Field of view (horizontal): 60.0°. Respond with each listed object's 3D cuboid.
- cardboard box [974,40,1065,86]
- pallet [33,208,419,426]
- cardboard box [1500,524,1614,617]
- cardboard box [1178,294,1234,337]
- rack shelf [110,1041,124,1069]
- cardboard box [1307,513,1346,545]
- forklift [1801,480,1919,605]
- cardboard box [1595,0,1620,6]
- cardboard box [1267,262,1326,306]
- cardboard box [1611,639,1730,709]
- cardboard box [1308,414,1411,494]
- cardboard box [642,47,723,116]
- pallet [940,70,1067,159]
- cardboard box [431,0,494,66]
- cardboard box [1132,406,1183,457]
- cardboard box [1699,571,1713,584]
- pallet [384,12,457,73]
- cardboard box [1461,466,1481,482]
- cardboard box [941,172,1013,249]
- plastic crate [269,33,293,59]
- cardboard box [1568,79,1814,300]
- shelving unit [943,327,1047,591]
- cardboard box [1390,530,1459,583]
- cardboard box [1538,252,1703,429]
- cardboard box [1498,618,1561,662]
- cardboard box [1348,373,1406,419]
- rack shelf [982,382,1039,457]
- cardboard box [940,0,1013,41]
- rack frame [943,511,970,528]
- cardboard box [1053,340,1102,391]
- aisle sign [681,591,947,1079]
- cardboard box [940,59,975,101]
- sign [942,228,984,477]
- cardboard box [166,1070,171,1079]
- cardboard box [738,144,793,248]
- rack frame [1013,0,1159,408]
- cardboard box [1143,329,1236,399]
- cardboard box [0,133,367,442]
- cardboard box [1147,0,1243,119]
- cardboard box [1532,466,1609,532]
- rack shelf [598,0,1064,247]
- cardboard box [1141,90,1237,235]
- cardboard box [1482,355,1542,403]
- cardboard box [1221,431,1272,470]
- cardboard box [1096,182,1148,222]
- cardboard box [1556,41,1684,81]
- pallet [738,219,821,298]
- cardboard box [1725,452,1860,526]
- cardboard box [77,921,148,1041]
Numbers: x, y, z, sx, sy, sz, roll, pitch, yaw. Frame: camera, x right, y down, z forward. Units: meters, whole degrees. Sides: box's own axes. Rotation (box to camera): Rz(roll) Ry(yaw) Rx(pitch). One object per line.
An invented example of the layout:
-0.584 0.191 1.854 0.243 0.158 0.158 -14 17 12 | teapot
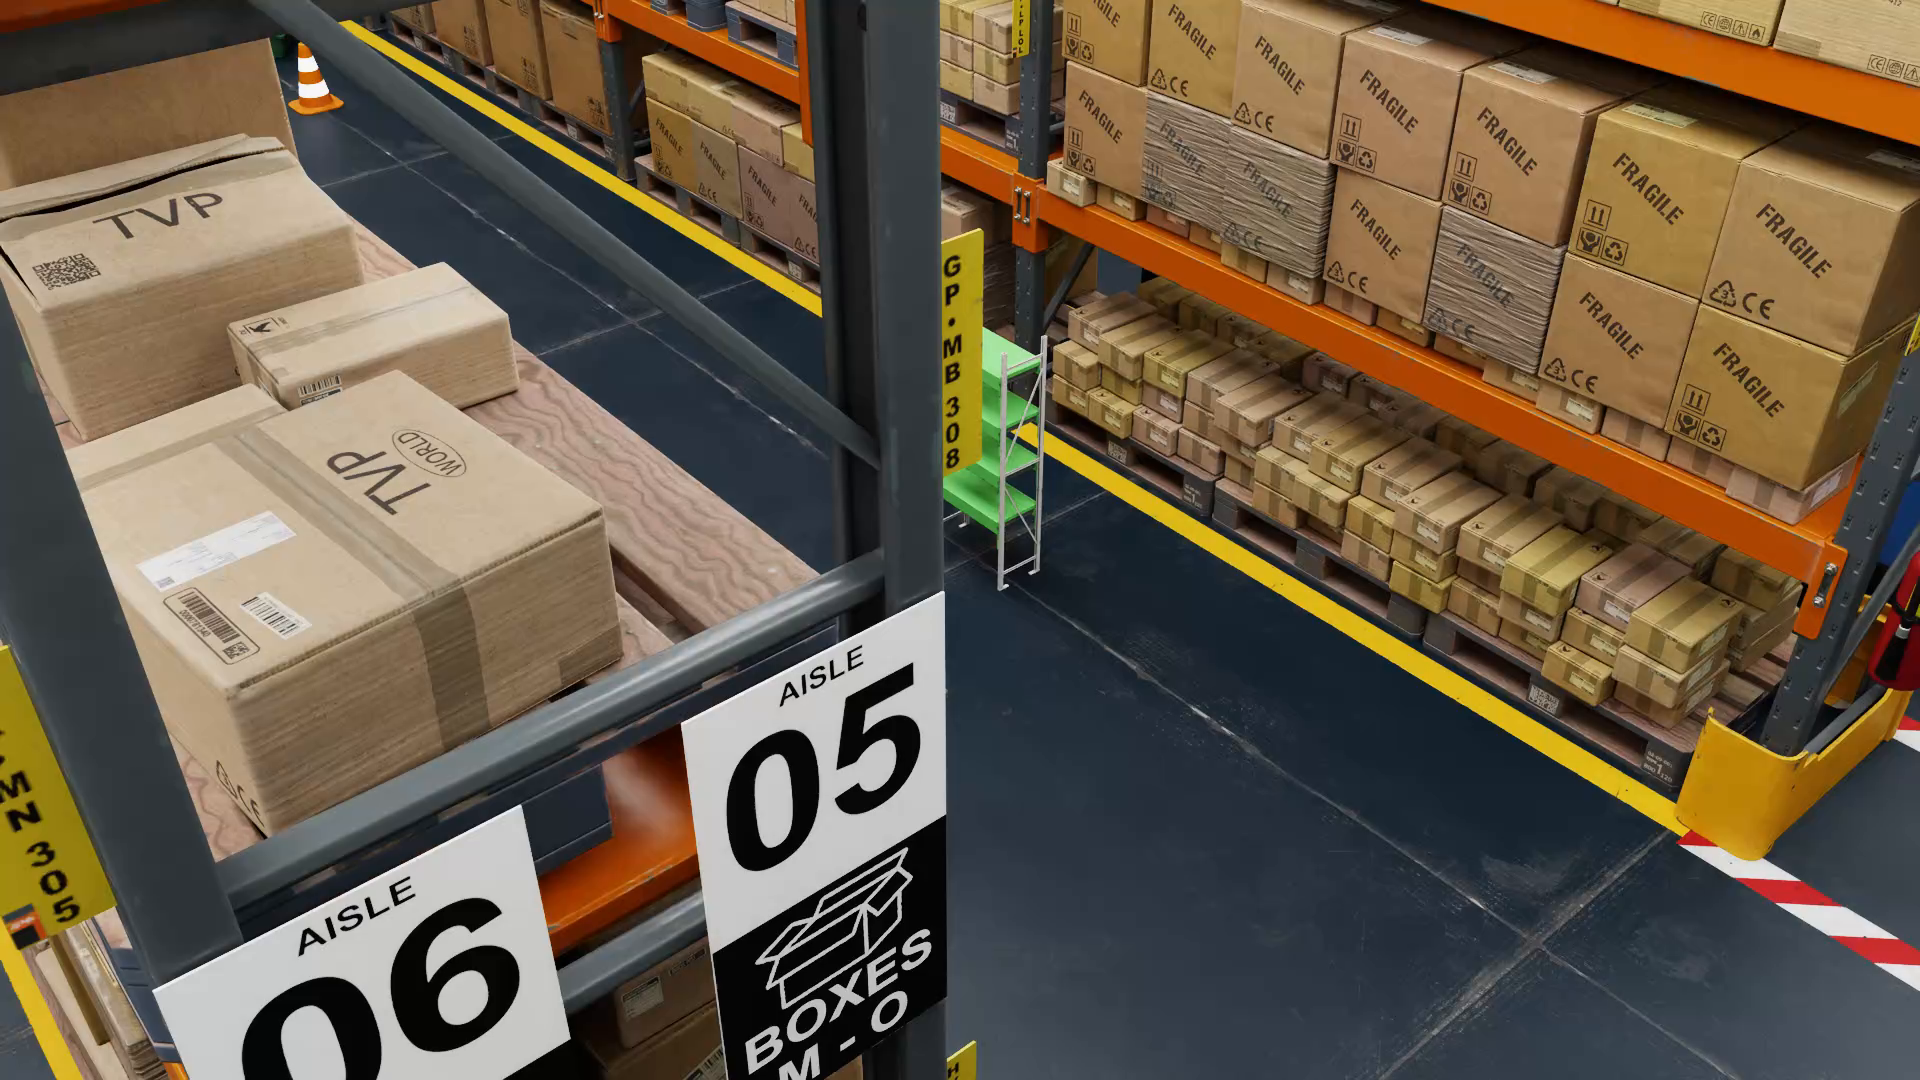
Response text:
0.288 -2.351 8.071 0.380 0.149 0.250 -25 42 -30 | cardboard box
-1.718 -0.452 3.275 1.003 0.211 1.213 -26 43 -32 | pallet
2.359 0.118 6.577 0.380 0.149 0.250 -27 43 -33 | cardboard box
1.319 -1.151 8.369 0.380 0.149 0.250 -25 43 -31 | cardboard box
-1.730 1.009 4.353 1.077 0.370 4.000 -26 43 -32 | rack shelf
1.781 -0.141 7.457 0.380 0.149 0.250 -25 42 -31 | cardboard box
3.793 -1.342 7.108 1.130 2.935 3.031 -29 45 -35 | forklift
2.137 -2.004 5.519 0.500 0.250 0.500 -24 42 -30 | cardboard box
1.515 -1.146 6.990 0.380 0.149 0.250 -24 42 -30 | cardboard box
2.718 0.451 6.363 0.380 0.149 0.250 -27 44 -33 | cardboard box
1.749 -0.381 7.281 0.380 0.149 0.250 -26 43 -32 | cardboard box
-1.626 -2.887 10.382 0.500 0.250 0.500 -28 44 -34 | cardboard box
0.313 -2.372 8.670 1.003 0.211 1.213 -26 43 -32 | pallet
-3.378 -4.176 12.635 1.050 0.750 0.750 -26 43 -32 | cardboard box
1.057 -0.578 8.074 0.380 0.149 0.250 -26 43 -32 | cardboard box
3.001 0.109 6.847 0.380 0.149 0.250 -26 43 -32 | cardboard box
-3.912 -4.140 13.413 1.003 0.211 1.213 -26 43 -32 | pallet
2.243 -0.306 7.433 0.380 0.149 0.250 -24 42 -30 | cardboard box
0.022 -1.751 8.777 0.500 0.250 0.500 -27 44 -33 | cardboard box
-5.580 -4.055 13.263 0.450 0.188 0.662 2 34 -14 | plastic crate
2.465 -1.196 5.634 0.500 0.500 0.500 -28 44 -33 | cardboard box
0.107 -0.417 7.300 0.258 1.200 0.503 -26 43 -32 | shelving unit
2.037 -0.001 7.002 0.380 0.149 0.250 -25 42 -31 | cardboard box
2.462 -0.787 5.921 0.500 0.500 0.500 -27 43 -32 | cardboard box
2.430 0.320 6.806 0.380 0.149 0.250 -26 43 -32 | cardboard box
2.022 -0.701 7.733 0.380 0.149 0.250 -28 44 -33 | cardboard box
0.107 -0.560 7.198 0.258 0.148 0.480 -26 43 -32 | rack shelf
0.113 -2.593 8.155 0.380 0.149 0.250 -27 44 -33 | cardboard box
-0.051 -0.524 7.452 0.240 1.200 0.015 -26 43 -32 | rack frame
0.685 -0.909 8.284 0.380 0.149 0.250 -24 42 -30 | cardboard box
-0.171 0.461 2.255 0.394 0.787 0.004 -26 43 -32 | aisle sign
0.120 -2.344 8.318 0.380 0.149 0.250 -26 43 -32 | cardboard box
-0.012 -0.219 2.044 0.100 0.325 0.005 -26 43 -32 | sign
-0.932 1.025 2.755 0.500 0.500 0.500 -25 42 -30 | cardboard box
-0.962 -2.123 9.952 0.500 0.500 0.500 -27 43 -33 | cardboard box
0.696 -2.059 8.062 1.000 3.000 0.127 -26 43 -32 | rack frame
1.093 -0.843 7.934 0.380 0.149 0.250 -27 43 -32 | cardboard box
-1.367 -0.481 2.866 0.500 0.311 0.500 -25 42 -31 | cardboard box
1.147 -2.116 6.933 0.500 0.500 0.500 -27 44 -33 | cardboard box
2.640 -0.216 7.048 0.380 0.149 0.250 -28 44 -34 | cardboard box
-0.595 -2.648 9.516 1.077 0.370 4.000 -26 43 -32 | rack shelf
1.147 -1.692 7.201 0.500 0.500 0.500 -26 43 -32 | cardboard box
2.215 -0.689 6.345 0.380 0.149 0.250 -28 44 -34 | cardboard box
1.433 -0.486 7.687 0.380 0.149 0.250 -24 42 -30 | cardboard box
0.852 -1.623 7.663 0.380 0.149 0.250 -25 42 -31 | cardboard box
2.541 -1.619 6.231 0.500 0.500 0.500 -27 43 -33 | cardboard box
-0.600 -1.803 10.113 1.003 0.211 1.213 -26 43 -32 | pallet
2.850 -0.229 5.695 0.380 0.149 0.250 -26 43 -32 | cardboard box
-1.237 0.615 2.773 0.380 0.149 0.250 -26 43 -32 | cardboard box
